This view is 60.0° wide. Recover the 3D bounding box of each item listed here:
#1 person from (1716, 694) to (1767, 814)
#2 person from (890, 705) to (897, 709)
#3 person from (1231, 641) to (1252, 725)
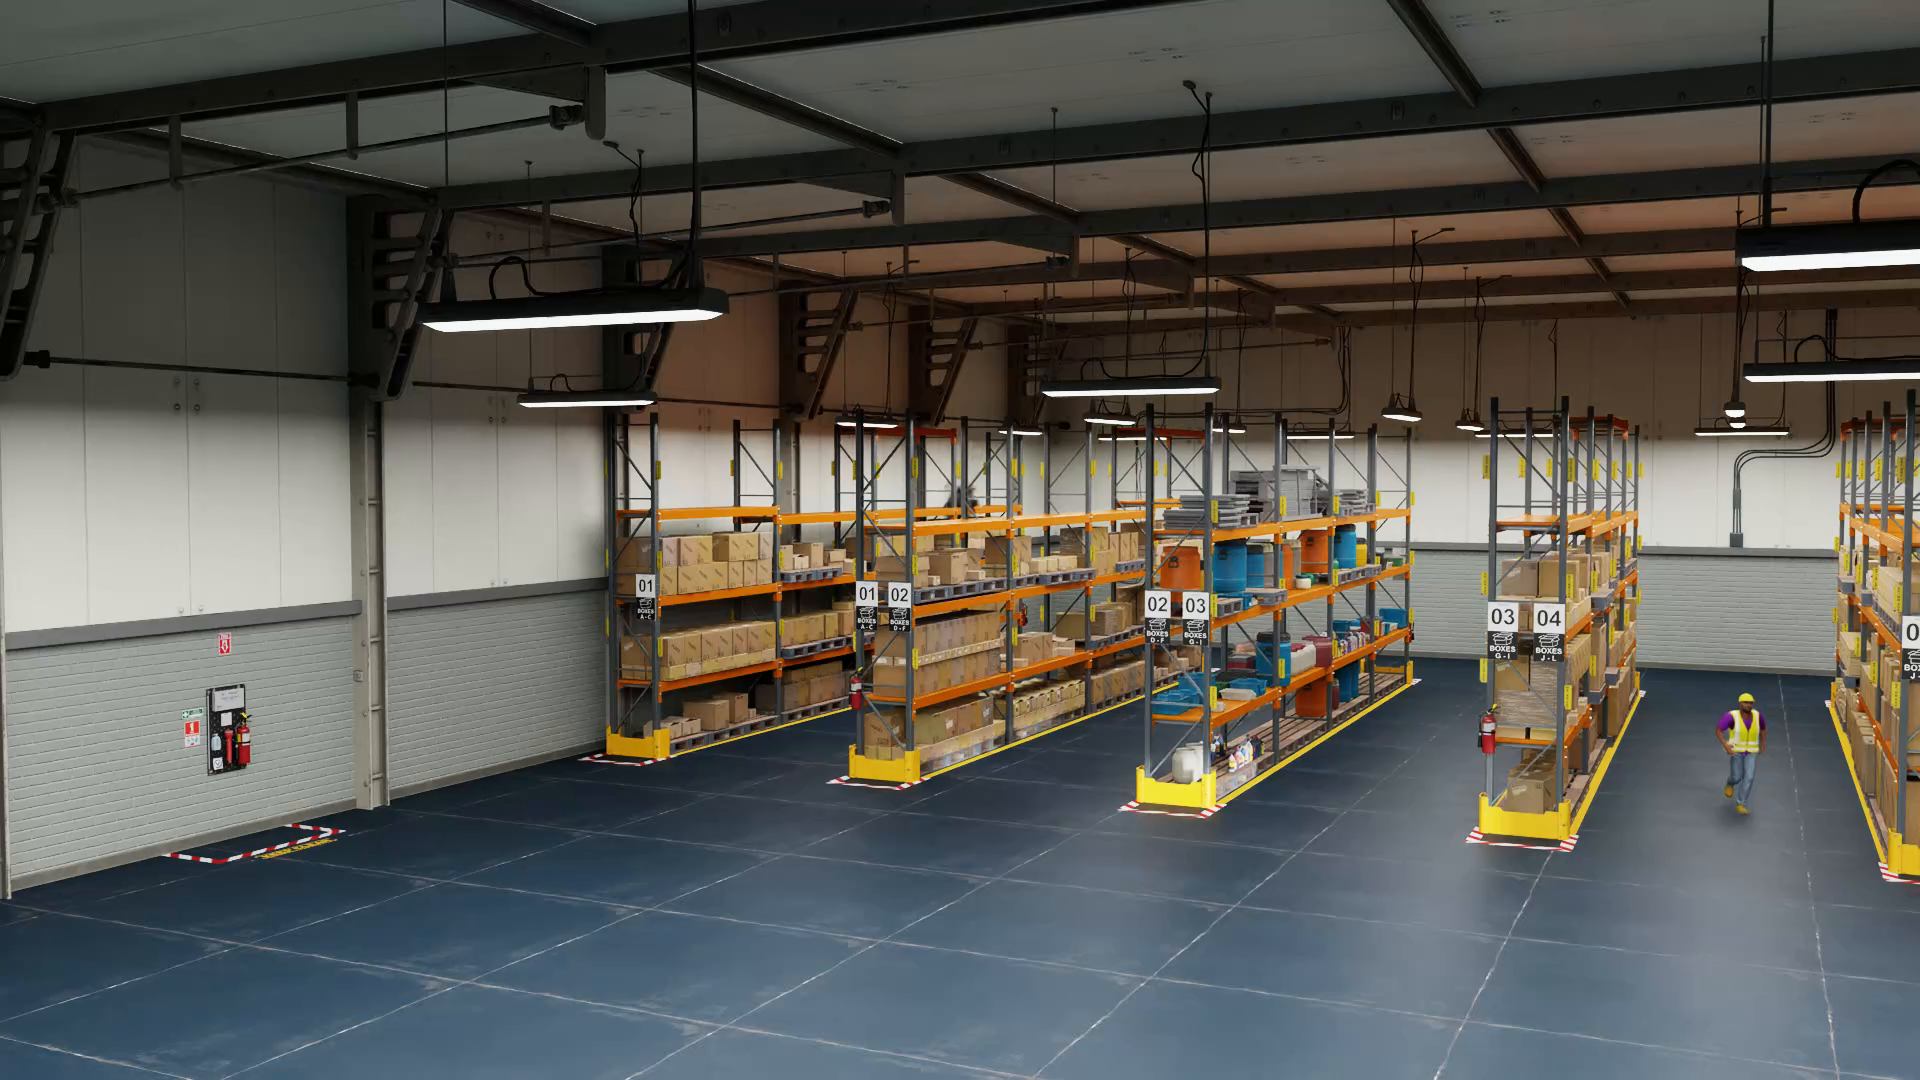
[{"bbox_3d":[11.527,3.115,24.508,0.726,1.740,0.769,0,2,7],"label":"person"},{"bbox_3d":[-1.158,2.800,31.609,0.736,1.769,1.003,1,2,16],"label":"person"},{"bbox_3d":[5.649,2.811,33.091,0.588,1.646,1.000,1,3,27],"label":"person"}]
